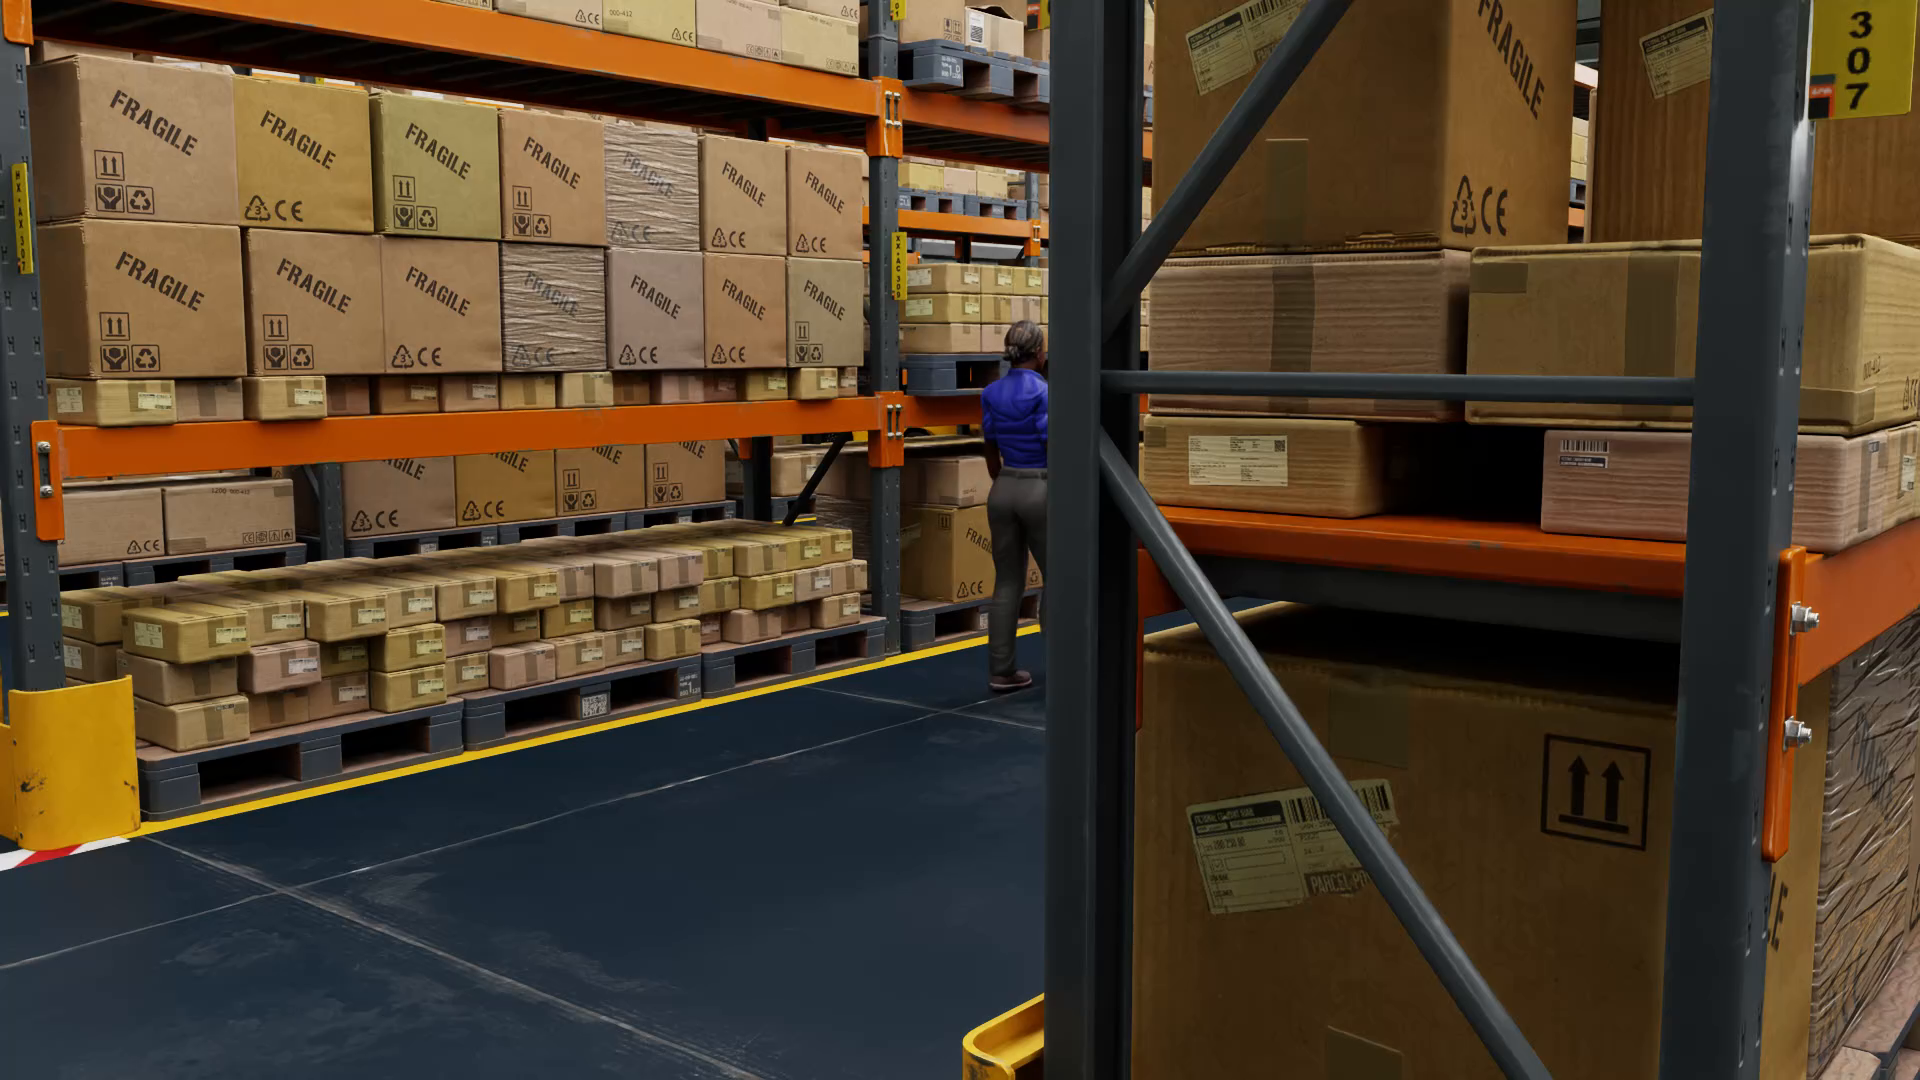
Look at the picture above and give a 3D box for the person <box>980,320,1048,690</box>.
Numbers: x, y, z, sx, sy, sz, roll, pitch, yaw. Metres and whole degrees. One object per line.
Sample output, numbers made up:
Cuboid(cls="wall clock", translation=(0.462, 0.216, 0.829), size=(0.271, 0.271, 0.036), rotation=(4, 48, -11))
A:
Cuboid(cls="person", translation=(0.341, -0.140, 7.478), size=(0.482, 1.682, 0.449), rotation=(5, 9, 37))
